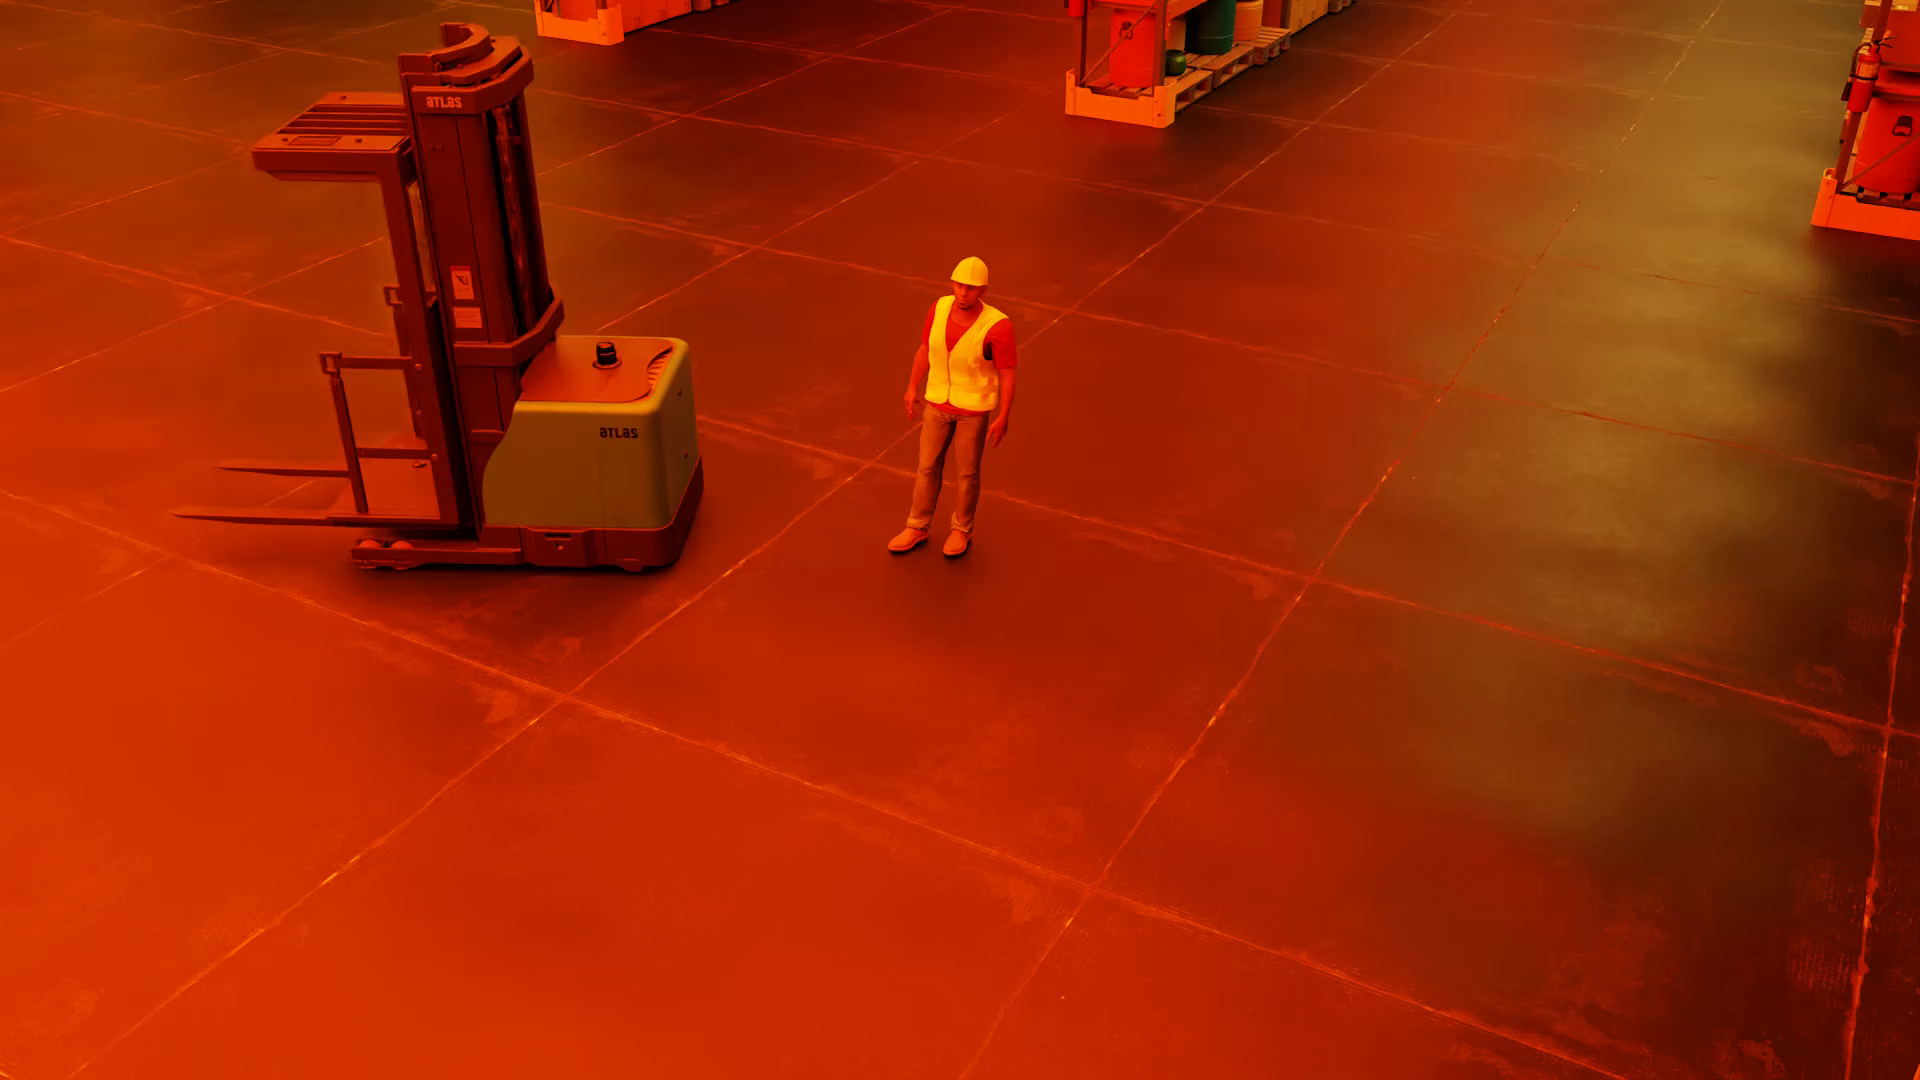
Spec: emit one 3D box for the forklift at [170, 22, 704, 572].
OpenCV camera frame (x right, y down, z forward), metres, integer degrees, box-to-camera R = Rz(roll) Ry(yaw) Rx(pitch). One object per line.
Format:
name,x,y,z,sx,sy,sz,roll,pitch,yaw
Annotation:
forklift,-3.138,-1.356,9.419,3.031,2.935,1.130,2,30,3

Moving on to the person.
person,-0.038,-0.741,9.507,0.666,1.768,0.575,15,33,25
